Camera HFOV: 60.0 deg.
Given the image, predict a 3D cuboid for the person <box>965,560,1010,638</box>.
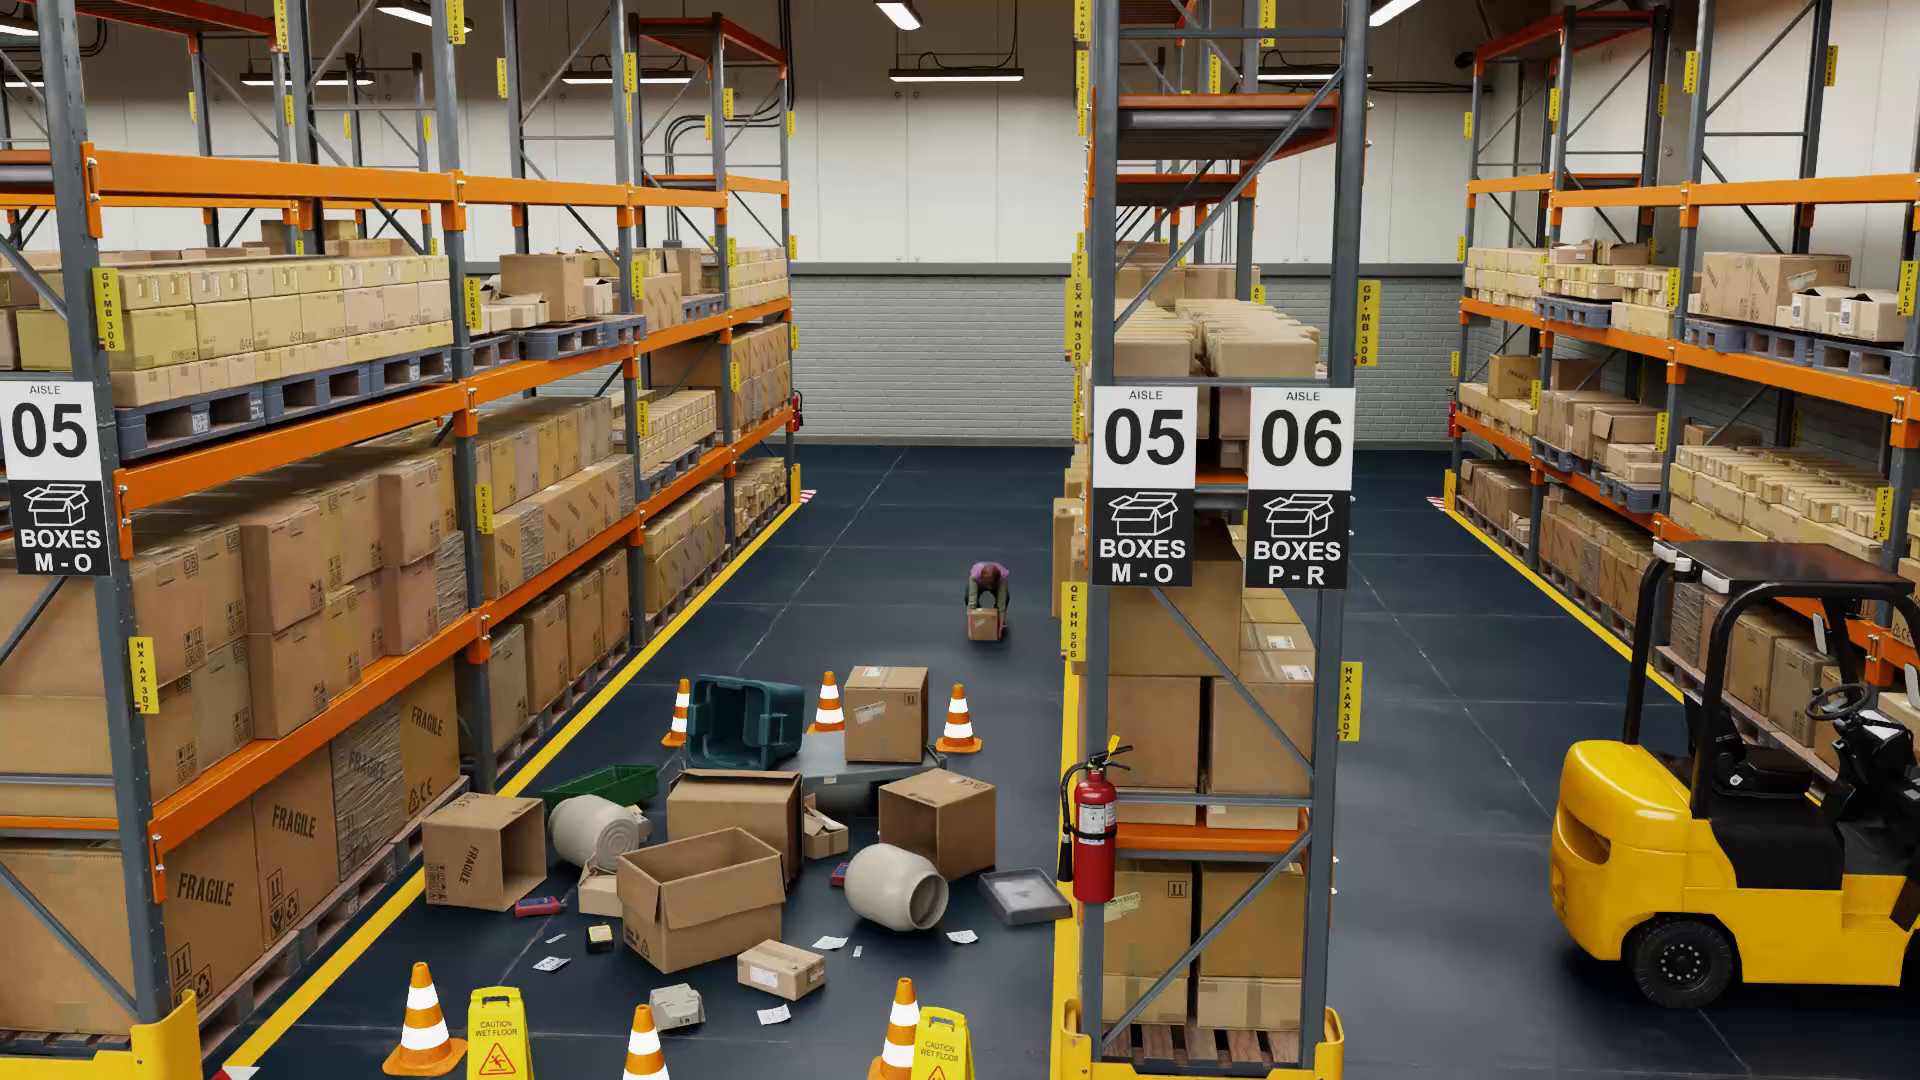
[{"bbox_3d":[0.259,0.530,15.695,0.427,0.734,0.847,1,11,3],"label":"person"}]
